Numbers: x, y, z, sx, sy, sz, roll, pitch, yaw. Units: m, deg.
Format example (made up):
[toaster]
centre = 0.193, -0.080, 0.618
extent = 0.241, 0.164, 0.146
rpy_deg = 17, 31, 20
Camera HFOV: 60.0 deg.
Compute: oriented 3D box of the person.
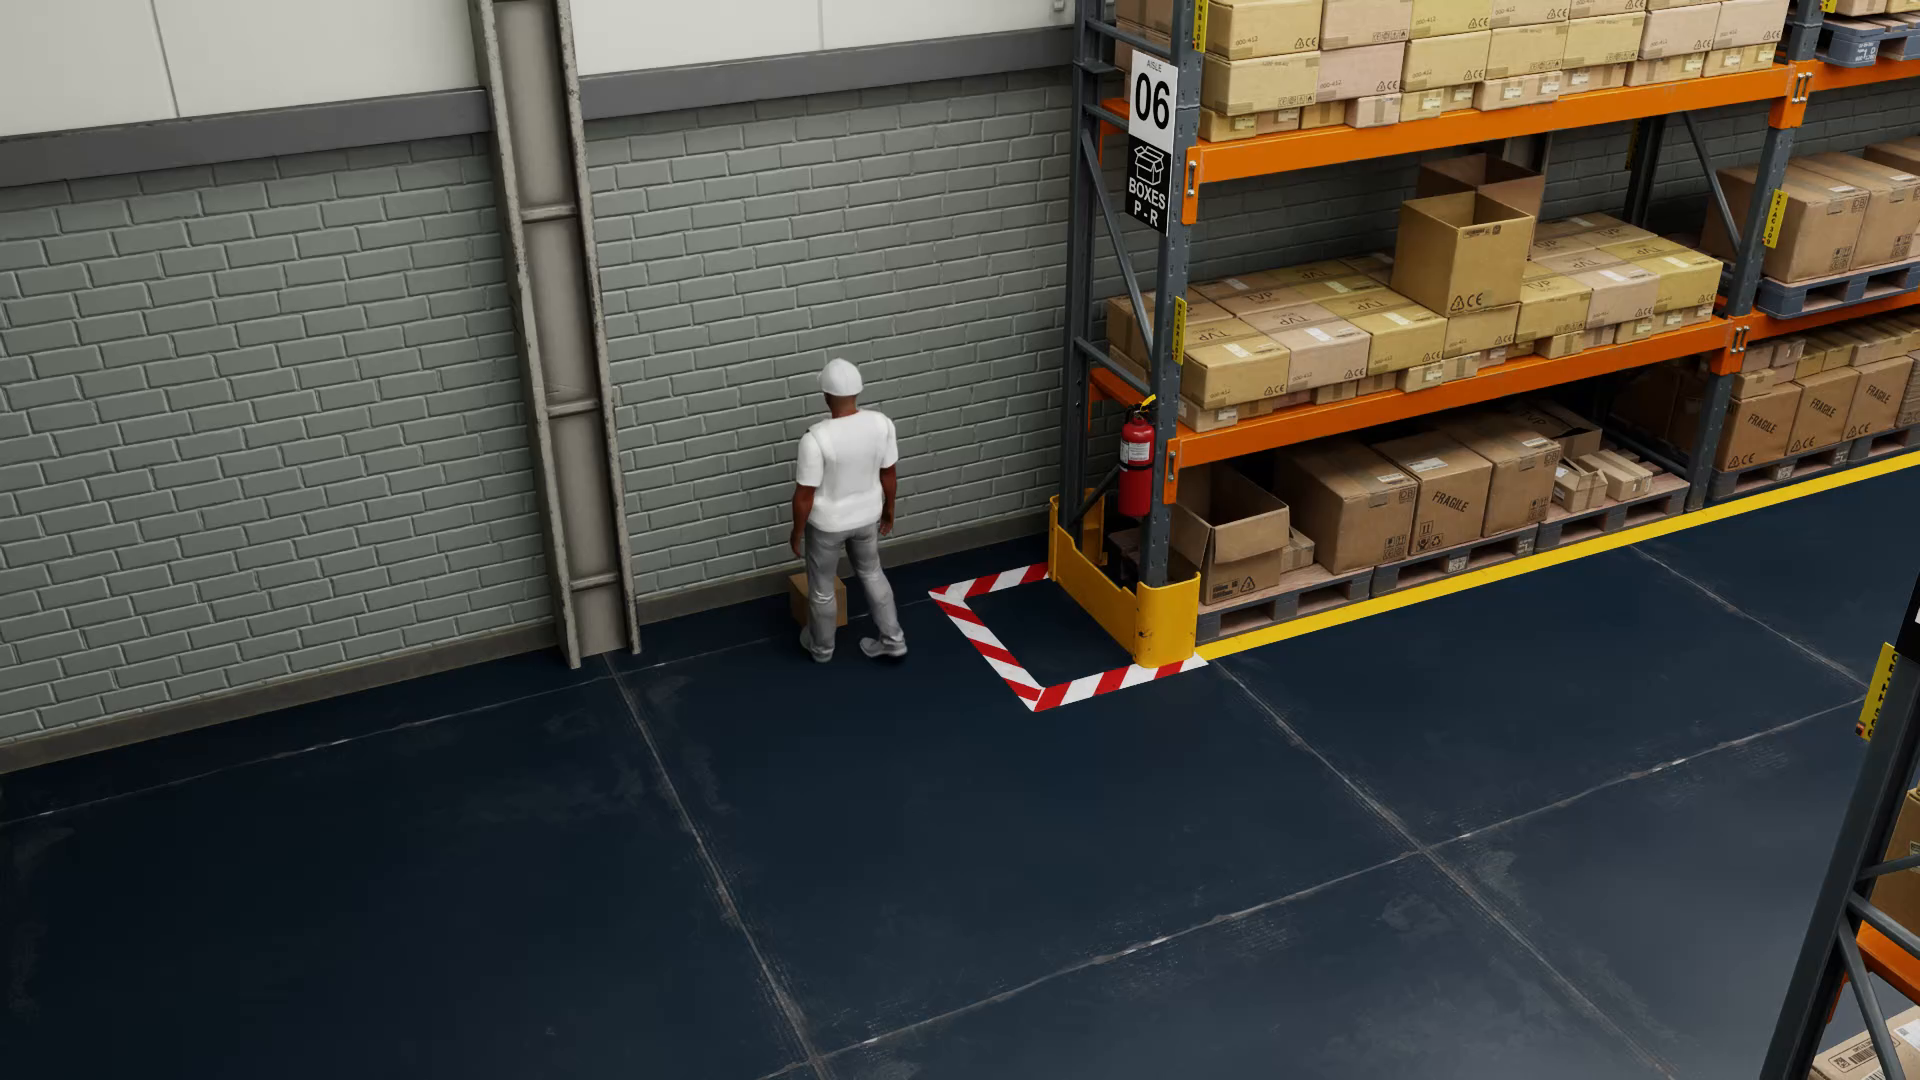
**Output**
[person]
centre = -0.636, -0.144, 8.681
extent = 0.590, 1.768, 0.549
rpy_deg = -16, 33, -27
